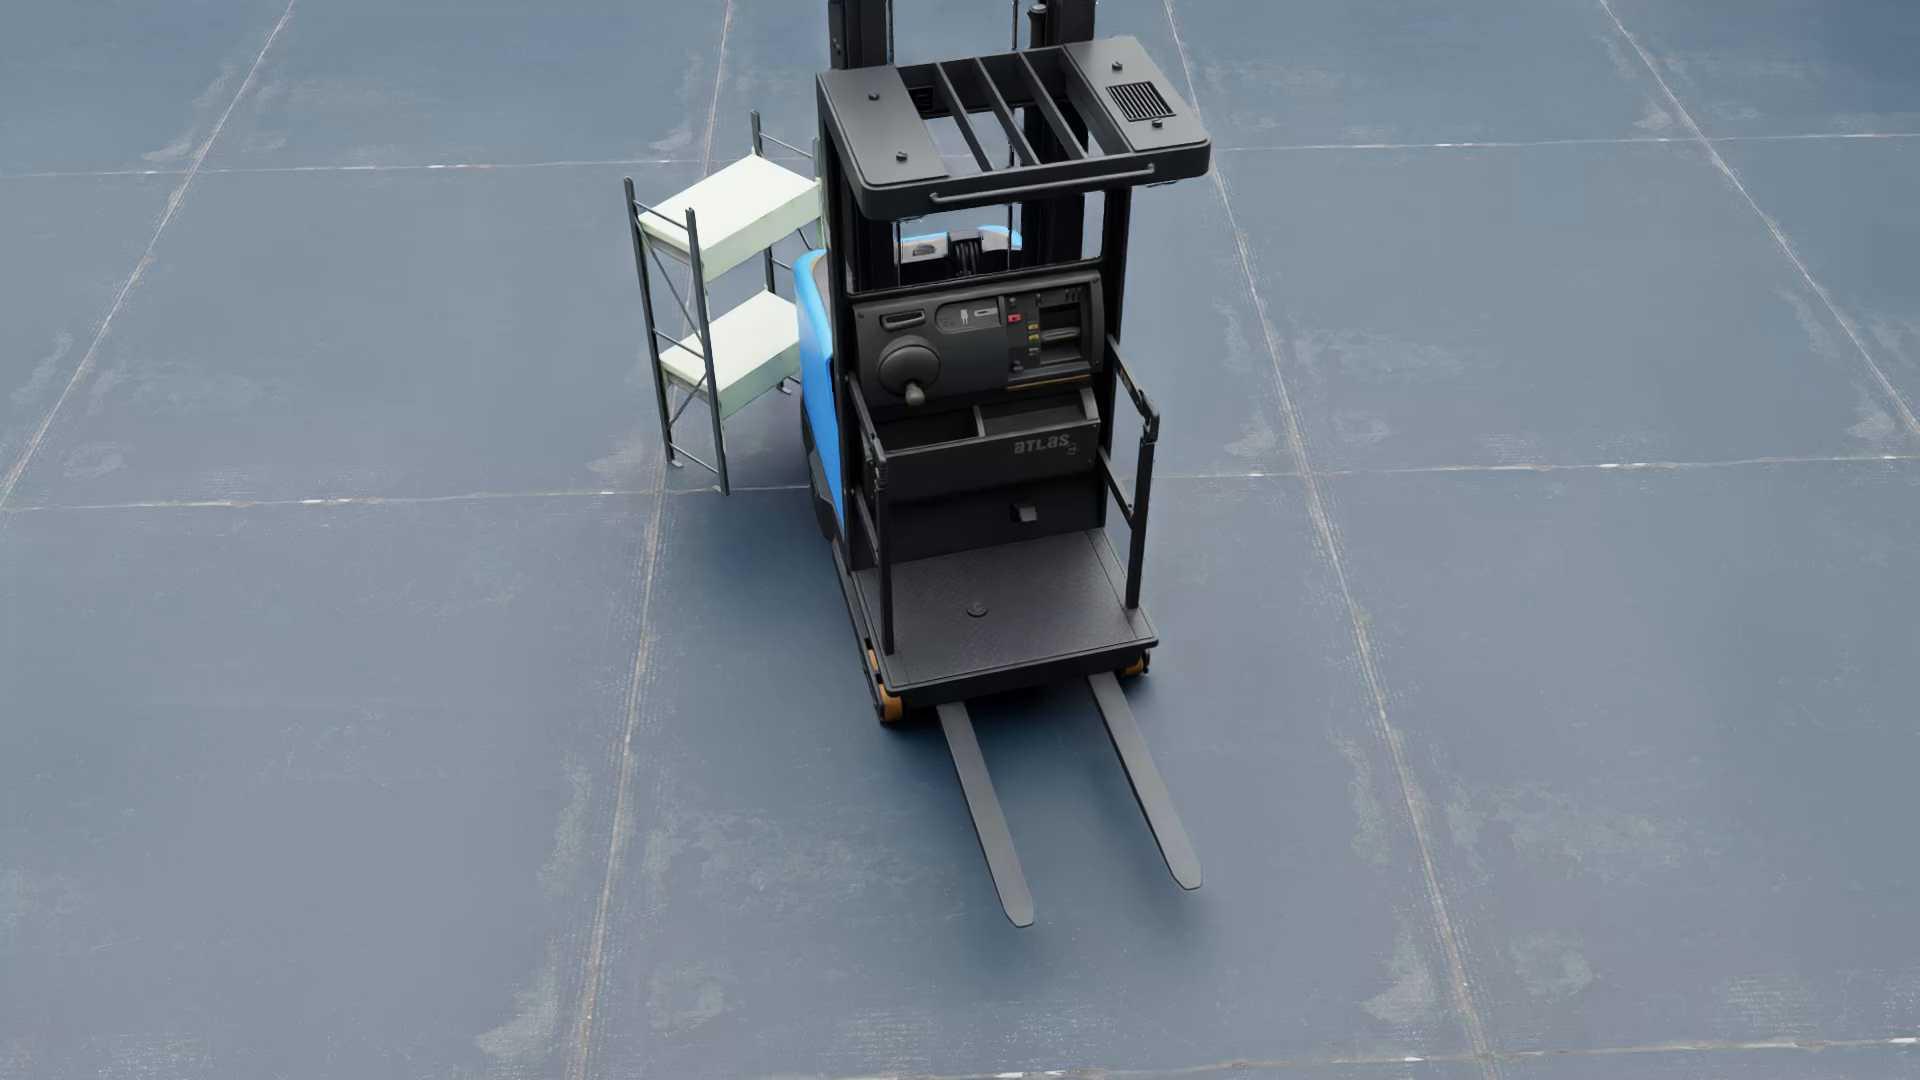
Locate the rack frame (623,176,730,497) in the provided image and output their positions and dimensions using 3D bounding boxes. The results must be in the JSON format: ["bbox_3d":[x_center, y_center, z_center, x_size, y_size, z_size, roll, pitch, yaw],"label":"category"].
[{"bbox_3d":[-1.216,-0.844,7.210,0.400,1.500,0.023,29,50,28],"label":"rack frame"}]

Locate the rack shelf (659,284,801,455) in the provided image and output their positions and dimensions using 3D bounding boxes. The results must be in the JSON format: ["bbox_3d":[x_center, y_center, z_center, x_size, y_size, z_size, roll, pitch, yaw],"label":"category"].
[{"bbox_3d":[-0.982,-0.794,7.638,0.431,0.370,0.720,29,50,28],"label":"rack shelf"}]

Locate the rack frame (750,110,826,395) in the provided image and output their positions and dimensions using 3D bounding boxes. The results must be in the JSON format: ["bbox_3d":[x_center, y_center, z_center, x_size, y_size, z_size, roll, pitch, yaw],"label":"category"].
[{"bbox_3d":[-0.748,-1.224,7.625,0.400,1.500,0.023,29,50,28],"label":"rack frame"}]

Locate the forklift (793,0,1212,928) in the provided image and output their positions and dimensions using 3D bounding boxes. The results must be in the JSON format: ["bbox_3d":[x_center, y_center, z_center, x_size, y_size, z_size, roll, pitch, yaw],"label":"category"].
[{"bbox_3d":[0.134,-0.649,5.938,1.130,2.935,3.031,-10,43,-11],"label":"forklift"}]

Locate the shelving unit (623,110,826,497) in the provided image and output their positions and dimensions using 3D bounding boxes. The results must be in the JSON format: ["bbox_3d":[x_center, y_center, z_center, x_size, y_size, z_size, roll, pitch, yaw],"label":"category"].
[{"bbox_3d":[-0.982,-1.034,7.418,0.431,1.500,0.755,29,50,28],"label":"shelving unit"}]

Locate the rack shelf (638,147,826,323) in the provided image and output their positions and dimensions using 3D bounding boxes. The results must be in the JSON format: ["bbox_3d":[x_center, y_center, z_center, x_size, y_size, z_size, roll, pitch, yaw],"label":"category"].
[{"bbox_3d":[-0.982,-1.322,7.154,0.431,0.370,0.720,29,50,28],"label":"rack shelf"}]
